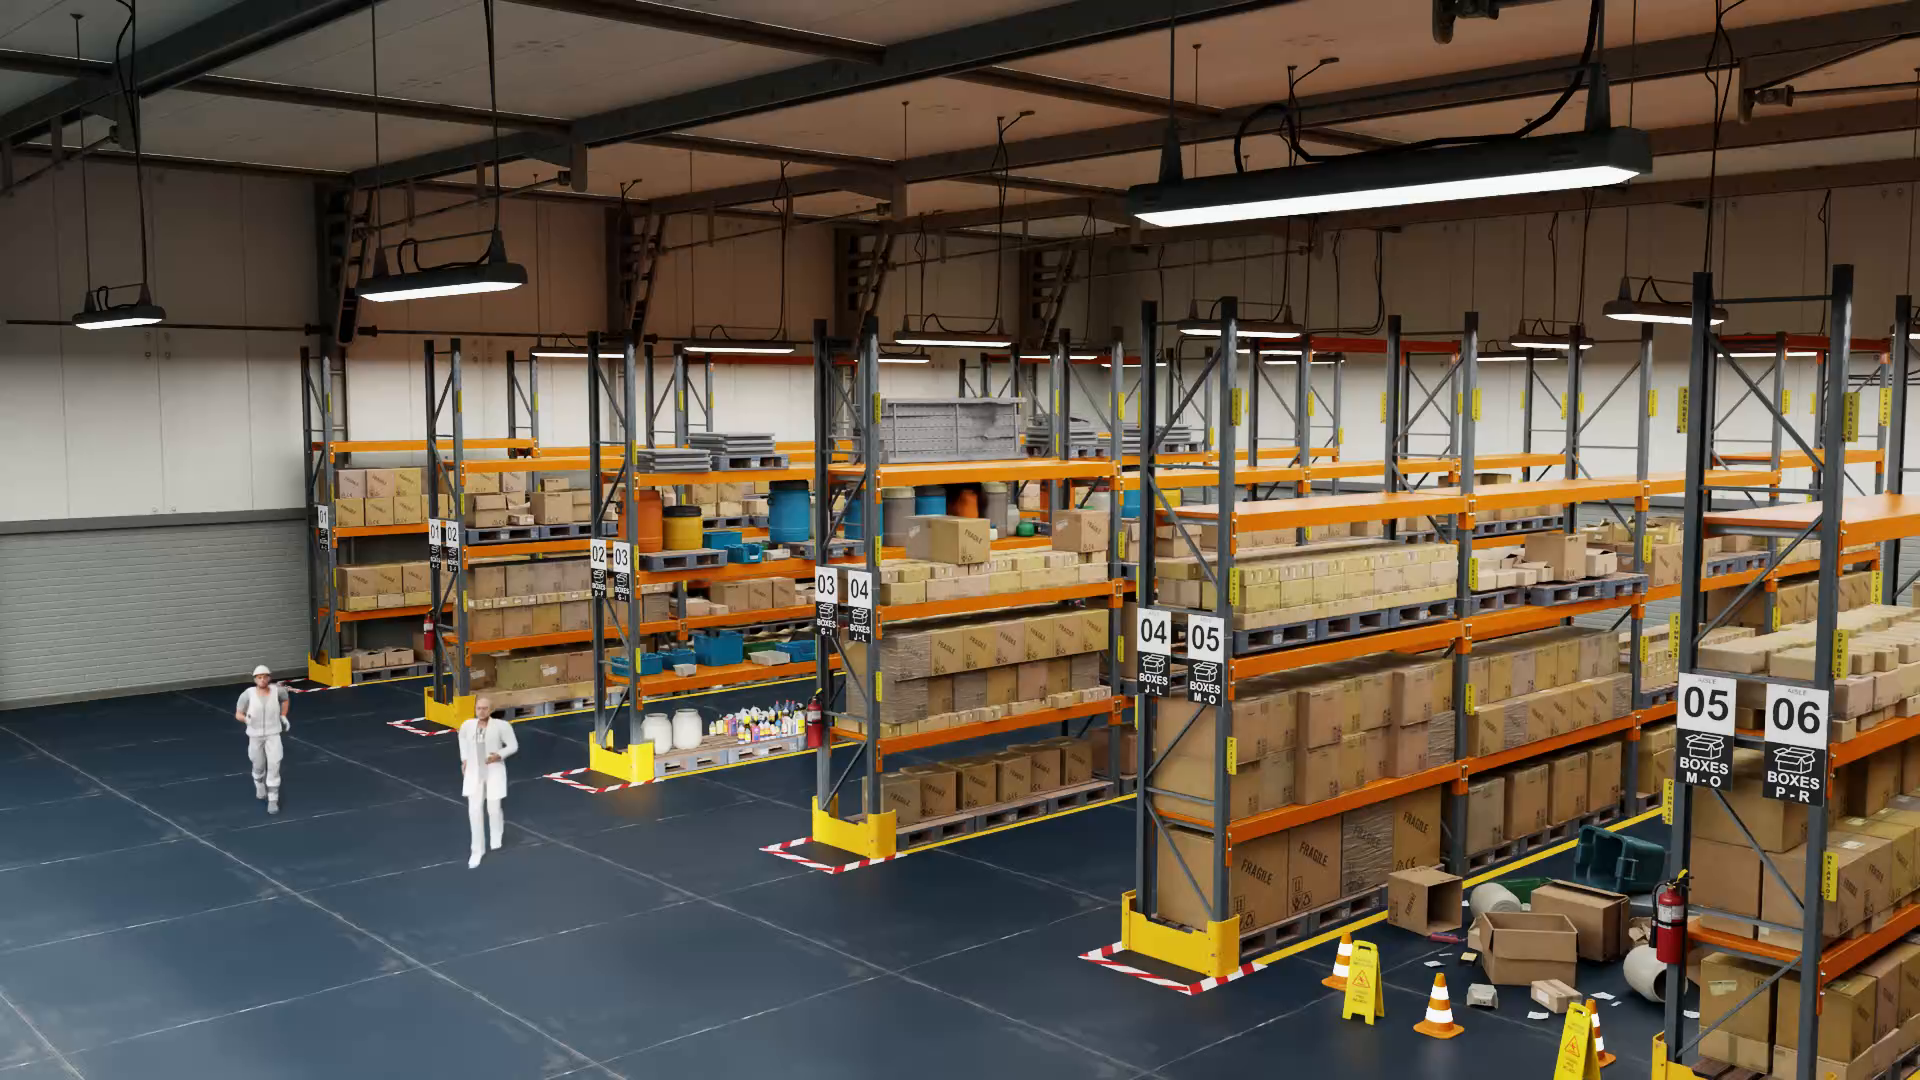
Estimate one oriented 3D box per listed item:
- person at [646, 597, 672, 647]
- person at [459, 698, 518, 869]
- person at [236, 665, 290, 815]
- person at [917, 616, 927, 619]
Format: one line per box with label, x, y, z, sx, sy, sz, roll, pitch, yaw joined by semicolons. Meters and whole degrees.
person;-5.540;1.619;30.623;0.677;1.708;0.661;-5;7;-44
person;-5.257;2.658;18.524;0.694;1.815;0.919;-1;5;-6
person;-8.683;2.443;20.740;0.622;1.805;0.942;-2;6;-24
person;-0.673;1.496;28.682;0.646;1.732;0.559;4;7;42
